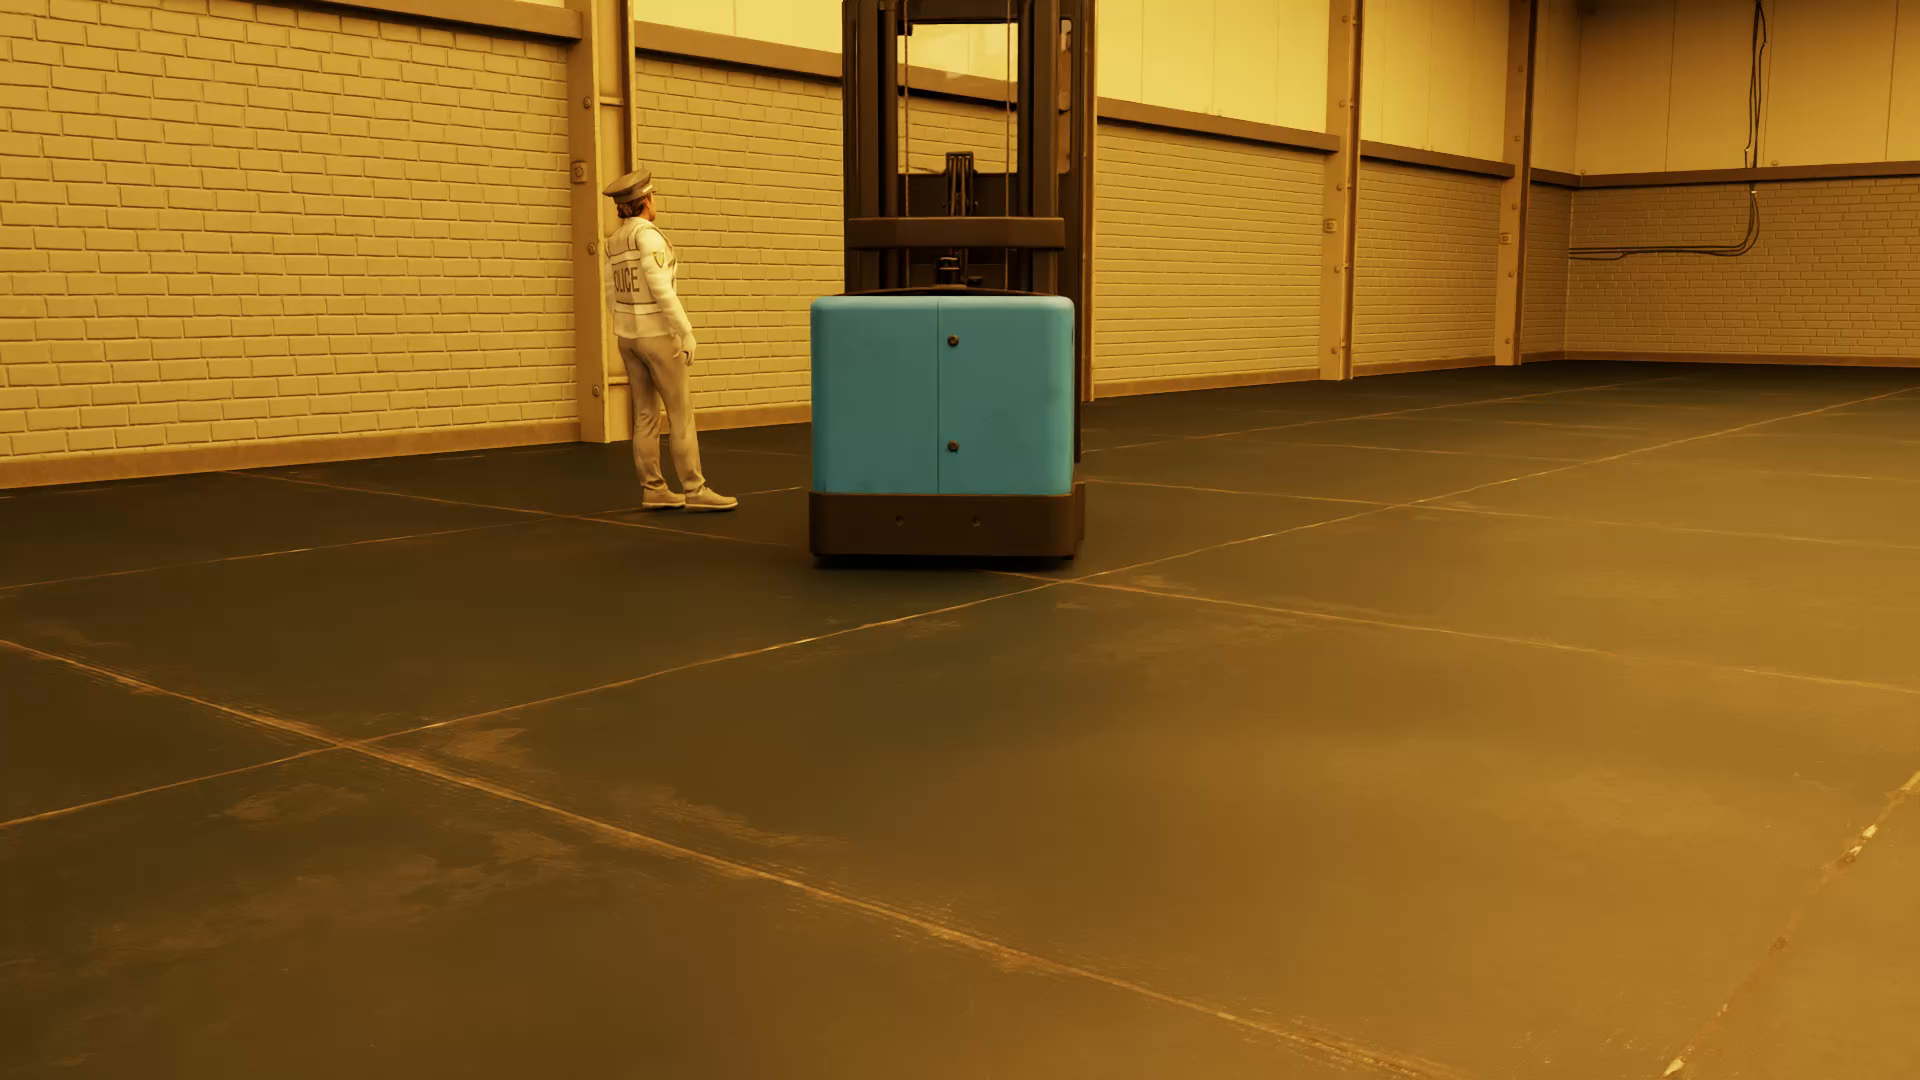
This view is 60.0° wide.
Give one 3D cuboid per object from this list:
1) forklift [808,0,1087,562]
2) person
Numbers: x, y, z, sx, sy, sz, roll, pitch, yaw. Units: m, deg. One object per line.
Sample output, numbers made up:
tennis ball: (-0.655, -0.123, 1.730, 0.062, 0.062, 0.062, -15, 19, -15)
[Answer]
forklift: (0.037, -1.537, 7.783, 1.130, 2.935, 3.031, 1, 8, 5)
person: (-1.495, -1.002, 8.352, 0.531, 1.694, 0.586, -8, 11, -43)
